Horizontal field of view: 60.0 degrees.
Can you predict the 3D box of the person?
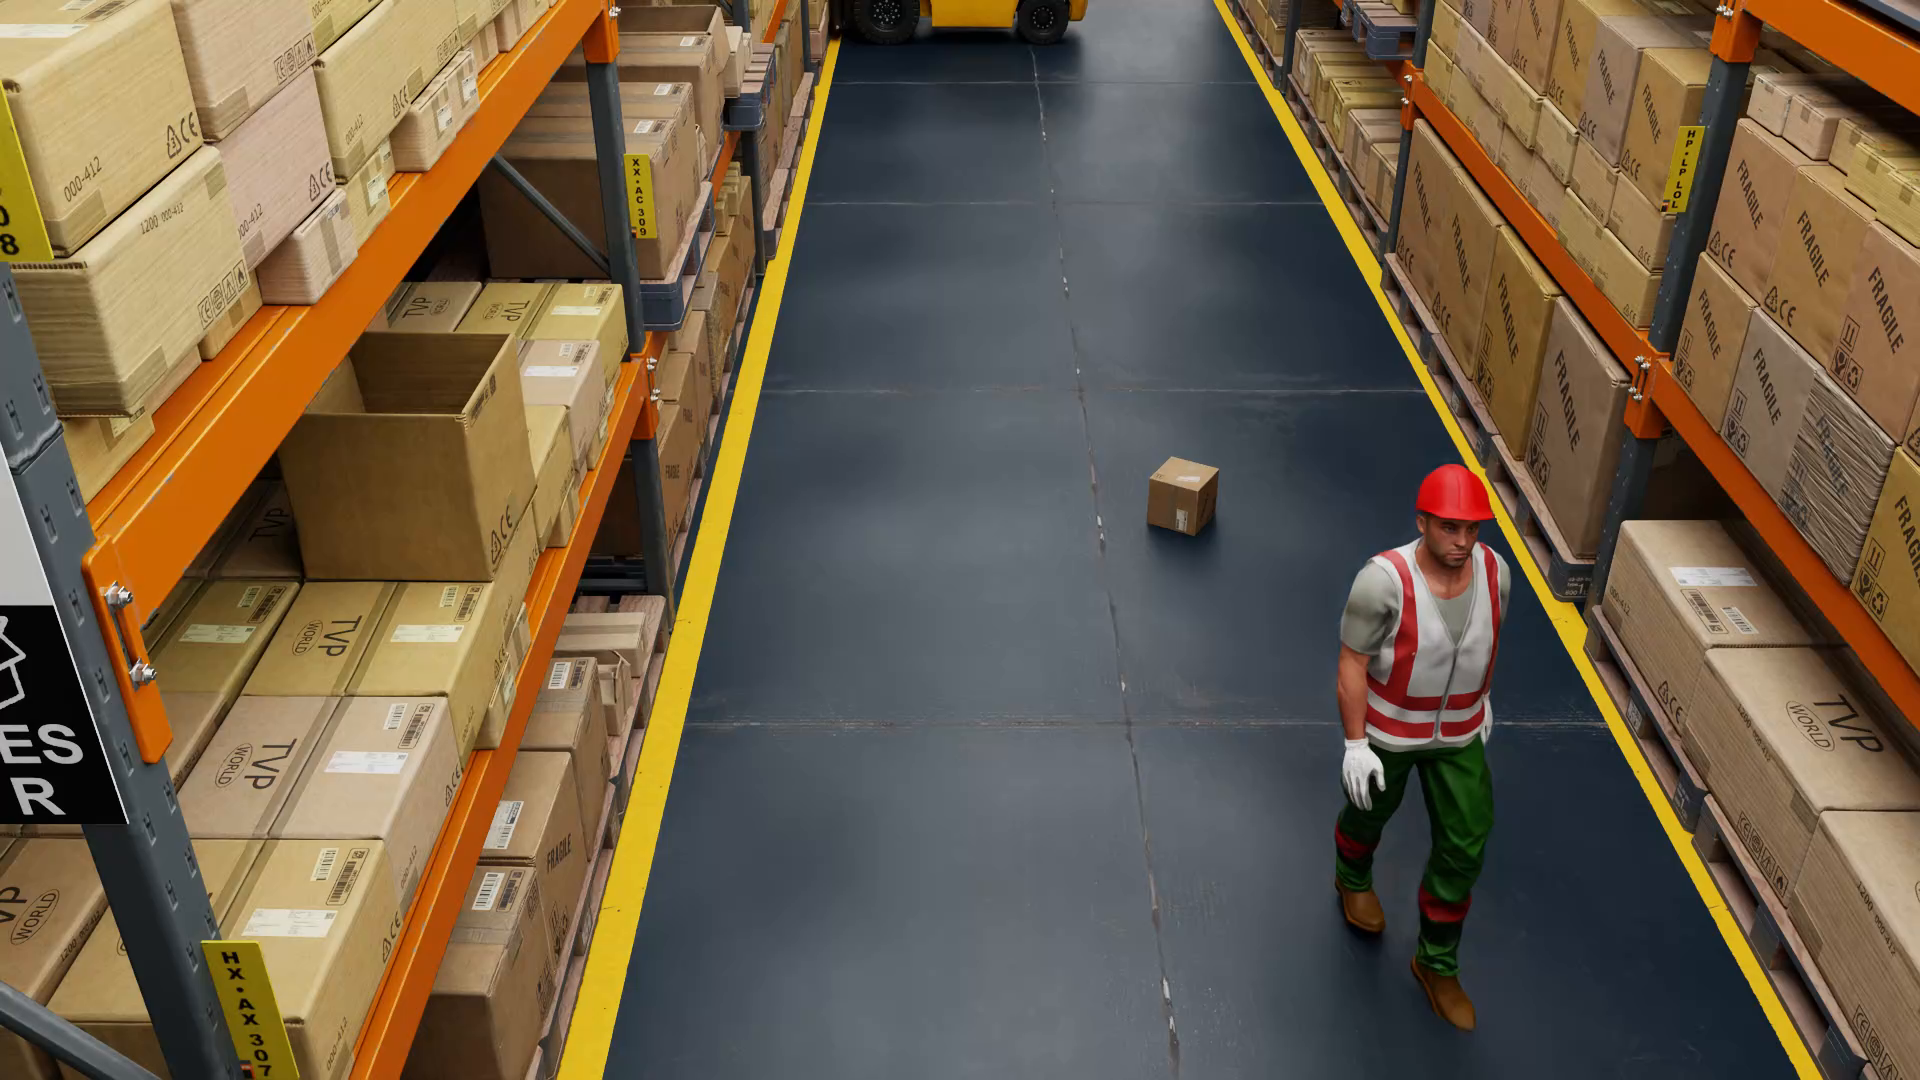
[{"bbox_3d":[1.421,0.630,5.084,0.591,1.833,0.704,-4,32,-7],"label":"person"}]
